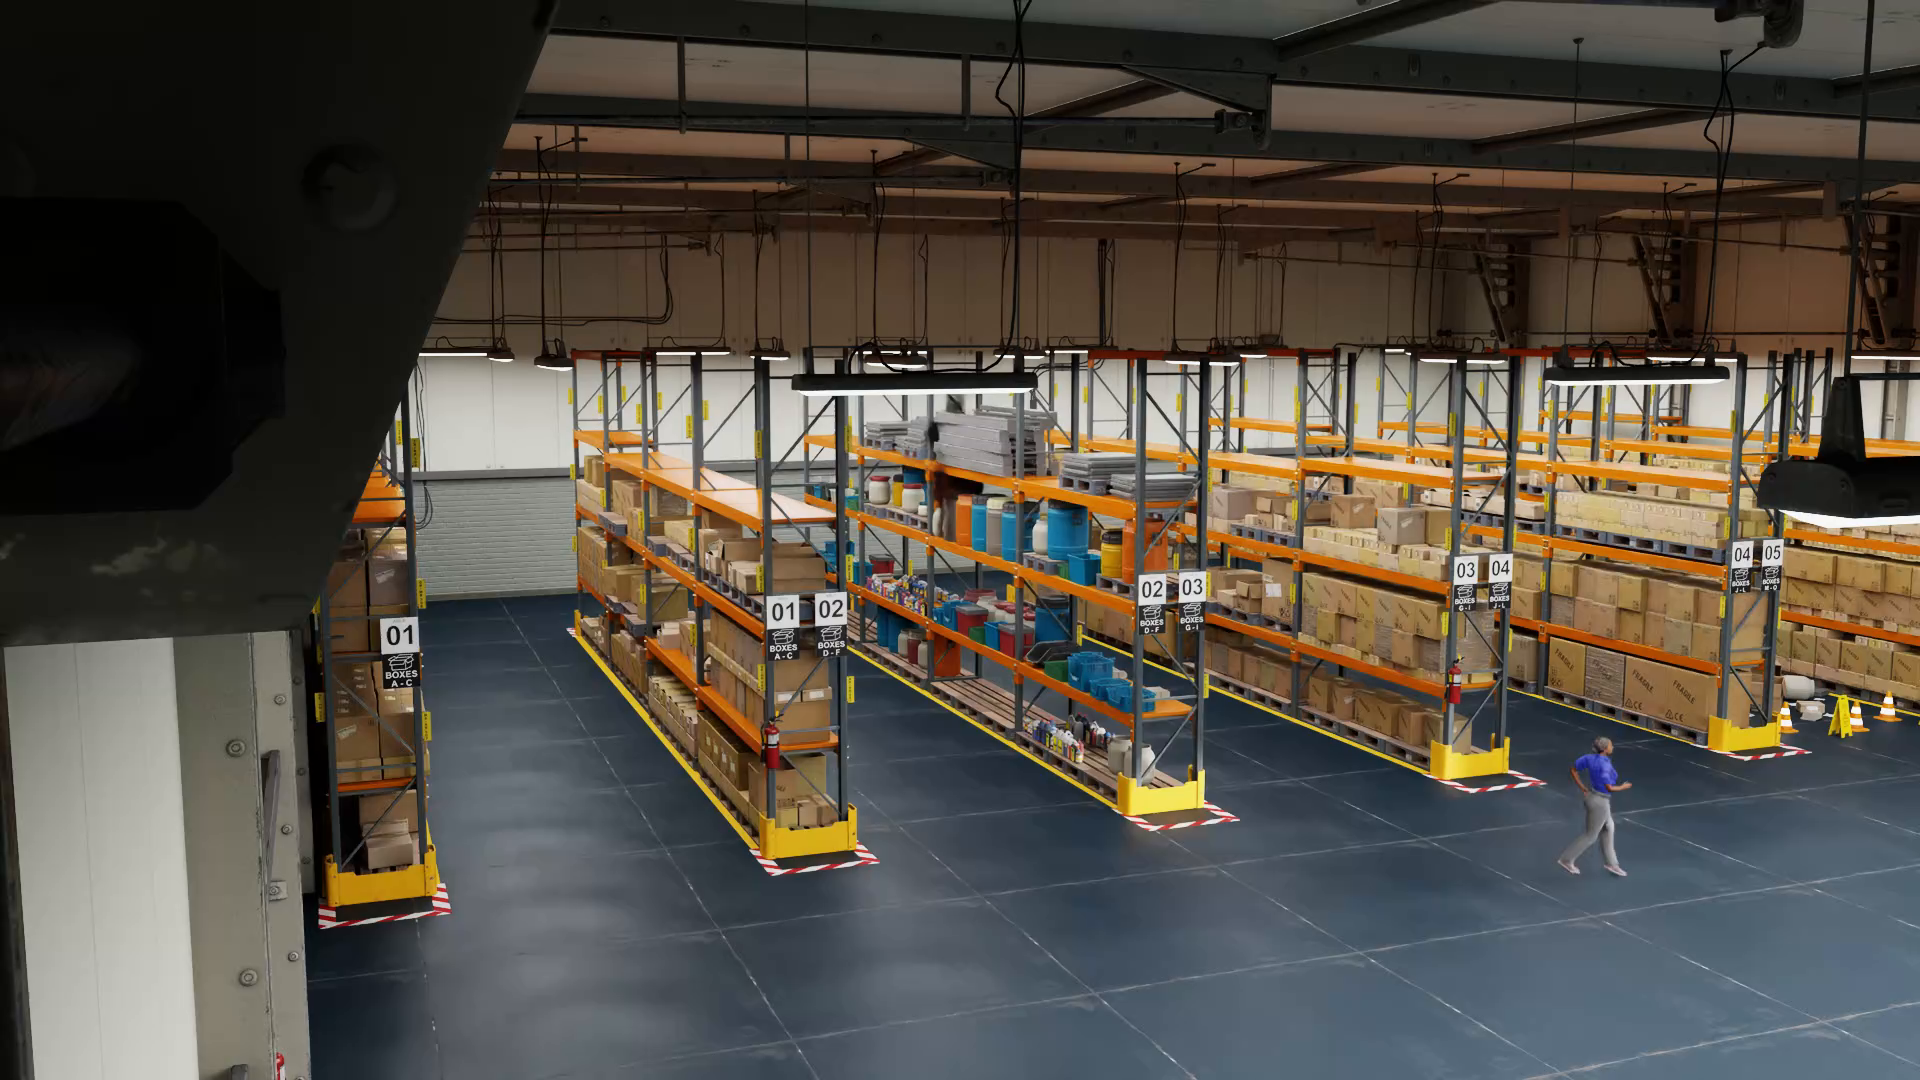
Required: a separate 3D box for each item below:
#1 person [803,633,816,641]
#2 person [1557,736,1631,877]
[{"bbox_3d":[-2.716,1.451,30.243,0.692,1.728,0.647,-2,7,-15],"label":"person"},{"bbox_3d":[7.383,3.109,19.300,0.851,1.696,0.570,0,7,2],"label":"person"}]
